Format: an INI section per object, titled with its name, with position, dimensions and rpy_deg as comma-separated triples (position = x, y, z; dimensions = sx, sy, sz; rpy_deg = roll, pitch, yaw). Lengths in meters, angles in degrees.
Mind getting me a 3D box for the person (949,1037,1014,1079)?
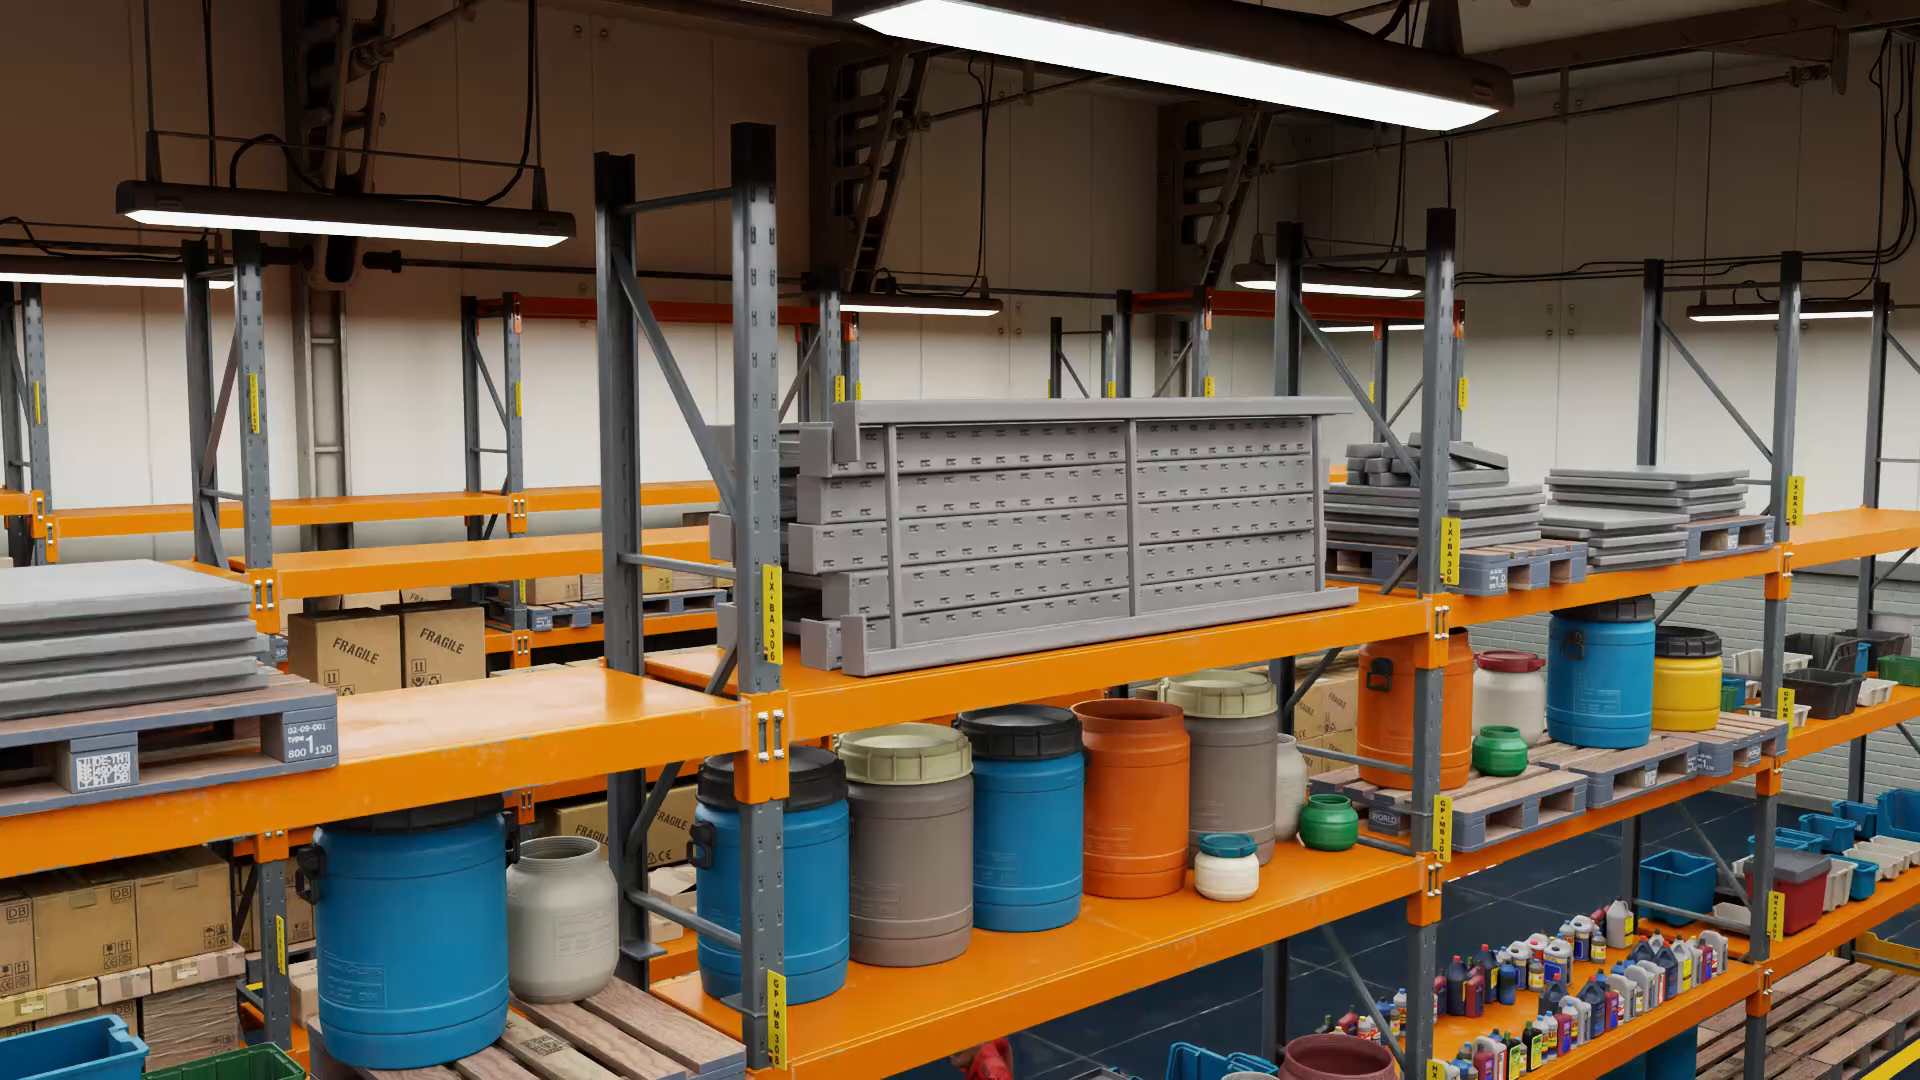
[person]
position = 0.350, 3.470, 9.606
dimensions = 1.092, 1.569, 0.675
rpy_deg = -3, 6, -27
